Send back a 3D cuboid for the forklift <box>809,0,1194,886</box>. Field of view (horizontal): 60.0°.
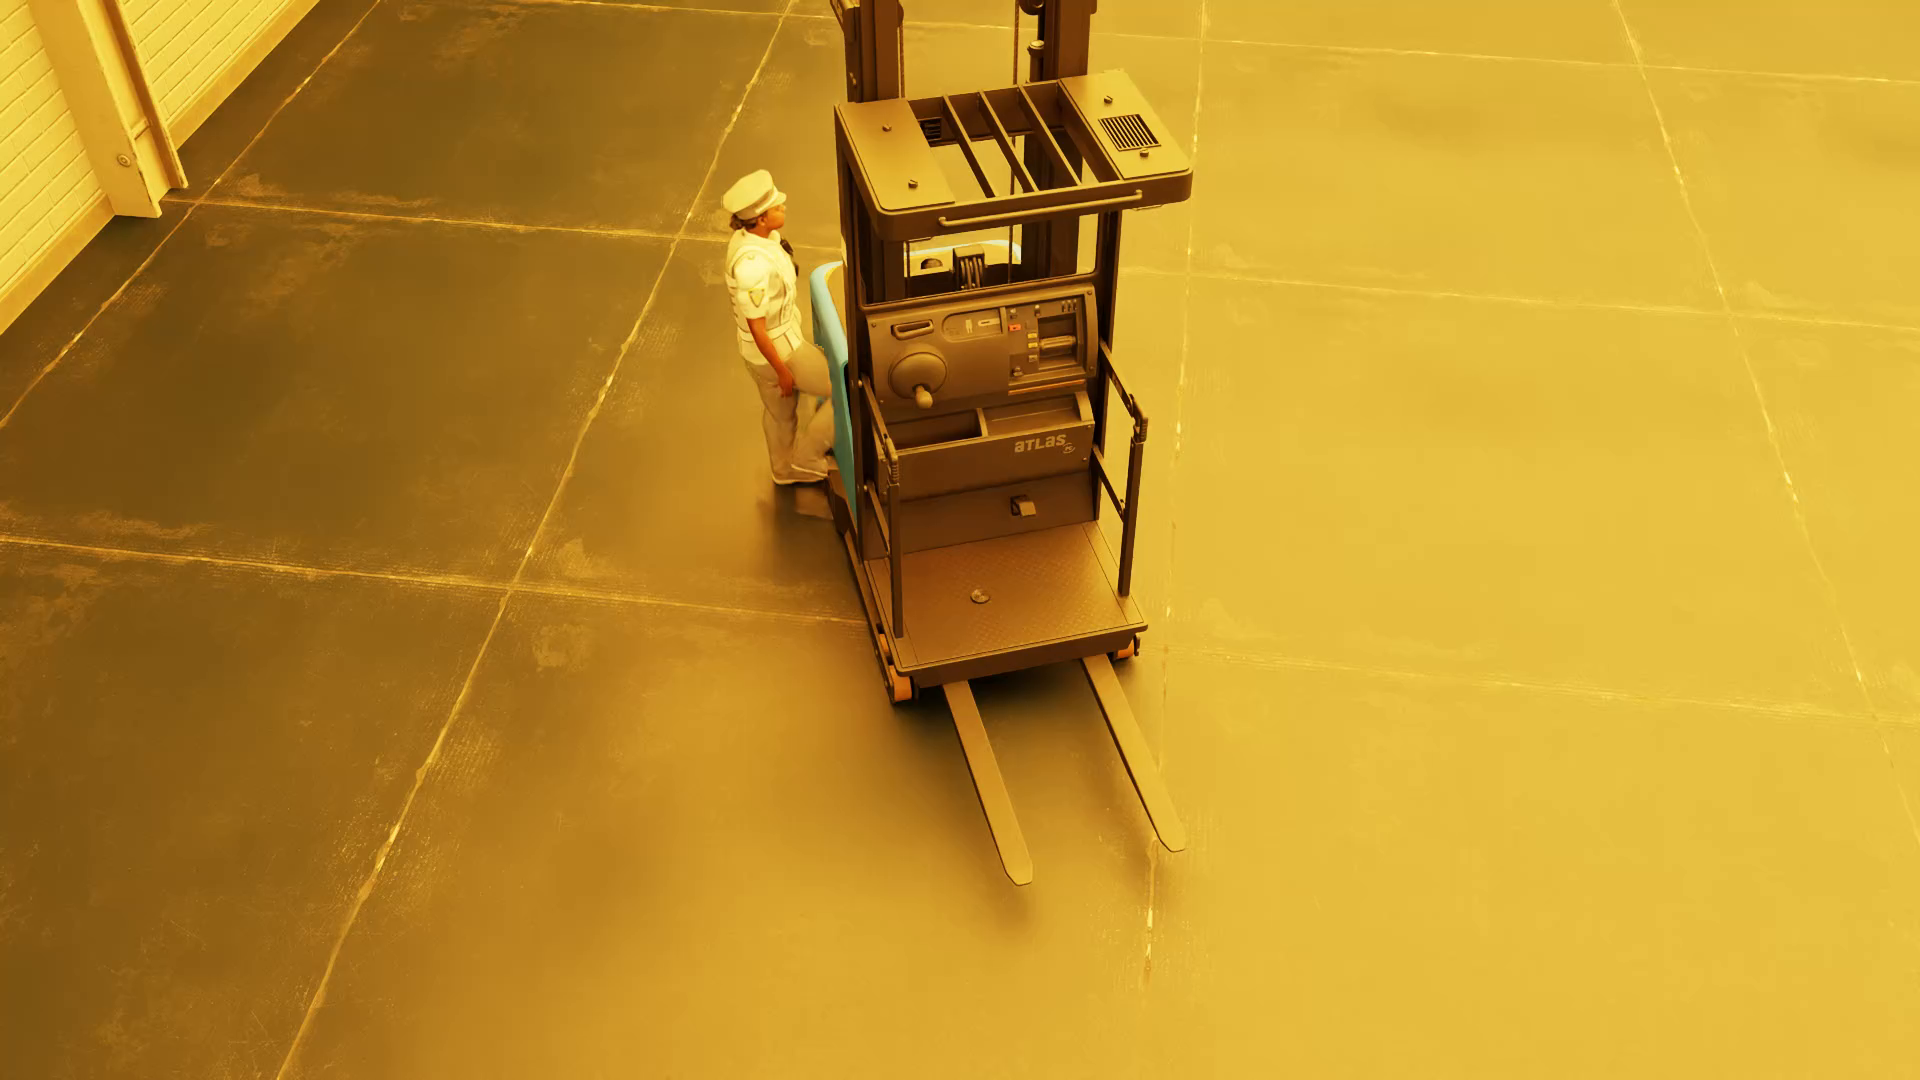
[{"bbox_3d":[0.153,-0.681,6.465,1.130,2.935,3.031,-10,44,-11],"label":"forklift"}]

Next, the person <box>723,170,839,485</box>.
[{"bbox_3d":[-0.741,-0.897,7.613,0.587,1.694,0.566,-5,43,-5],"label":"person"}]
